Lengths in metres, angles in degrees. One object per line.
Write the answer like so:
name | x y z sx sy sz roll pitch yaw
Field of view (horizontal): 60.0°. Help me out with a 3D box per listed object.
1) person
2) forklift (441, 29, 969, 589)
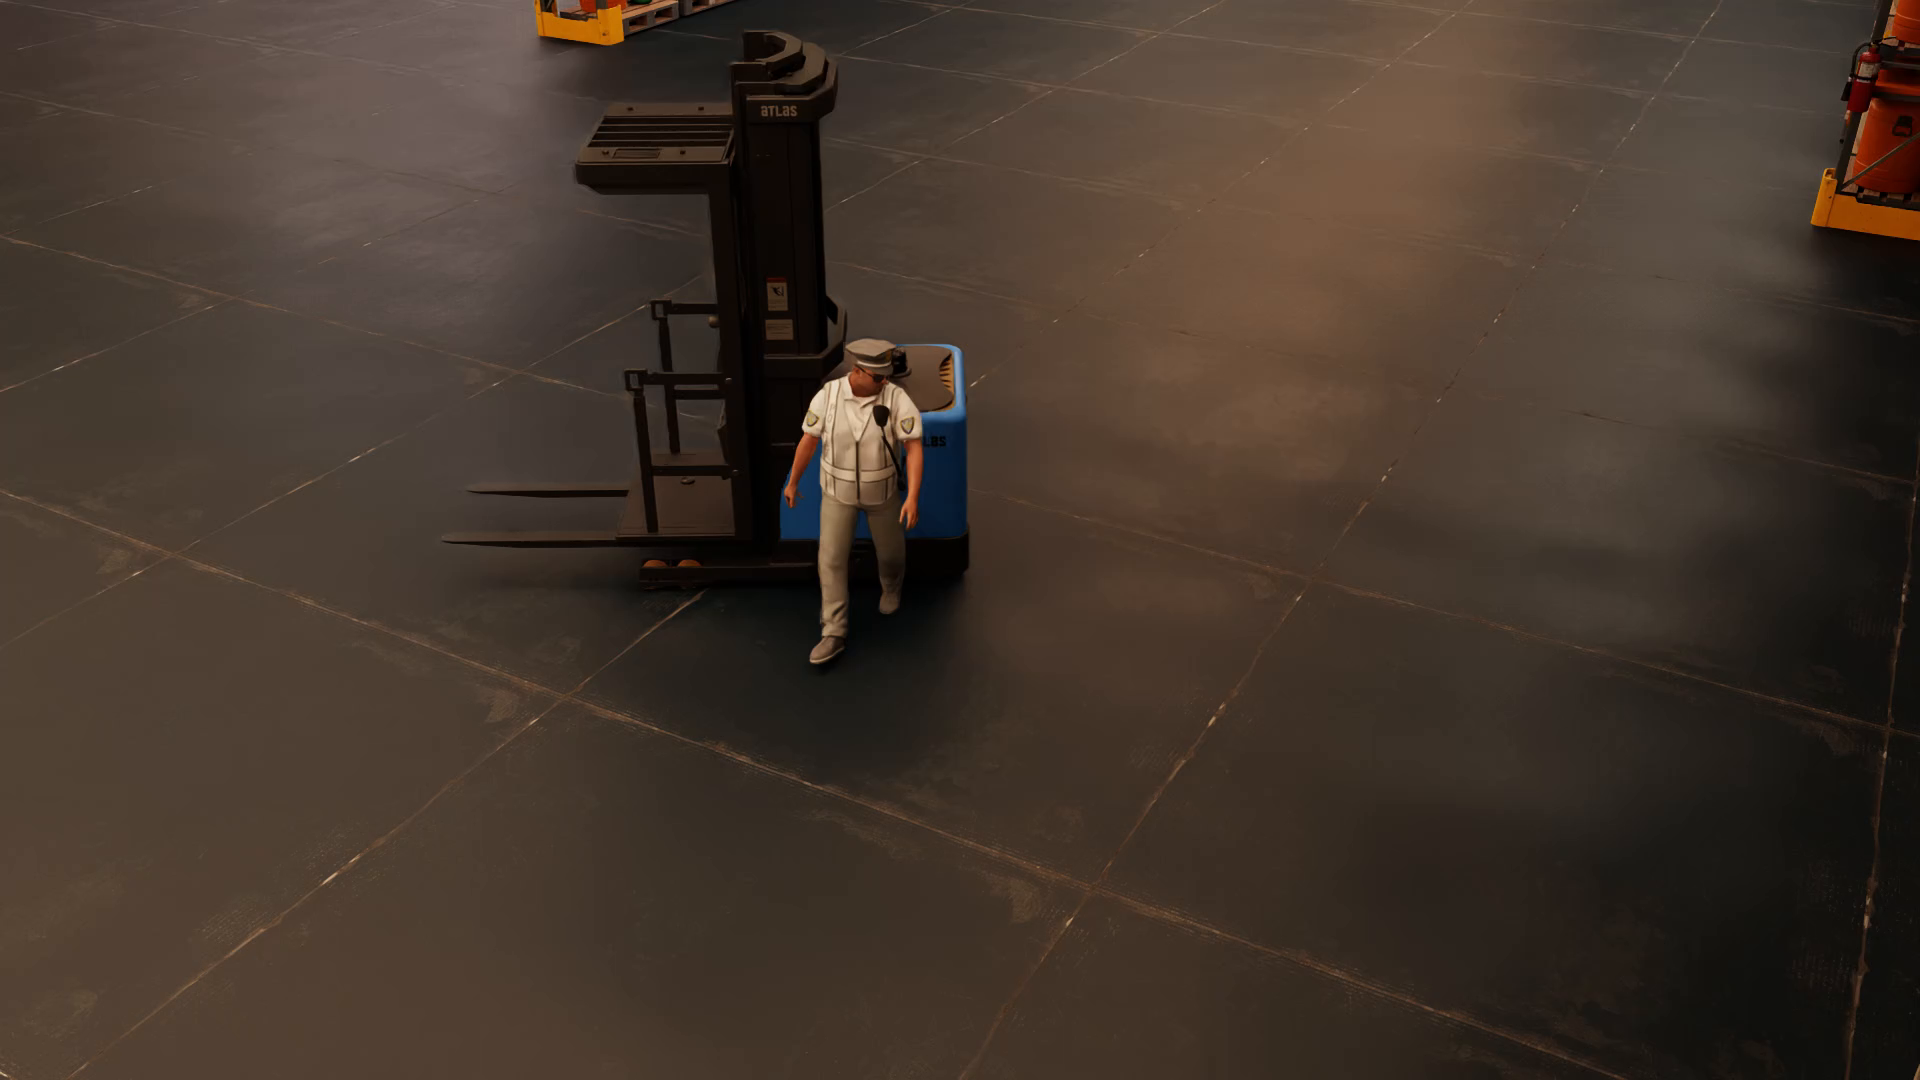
person | -0.560 -0.198 8.709 0.747 1.737 0.939 -1 30 -1
forklift | -1.474 -1.255 9.245 3.031 2.935 1.130 -1 30 -1
